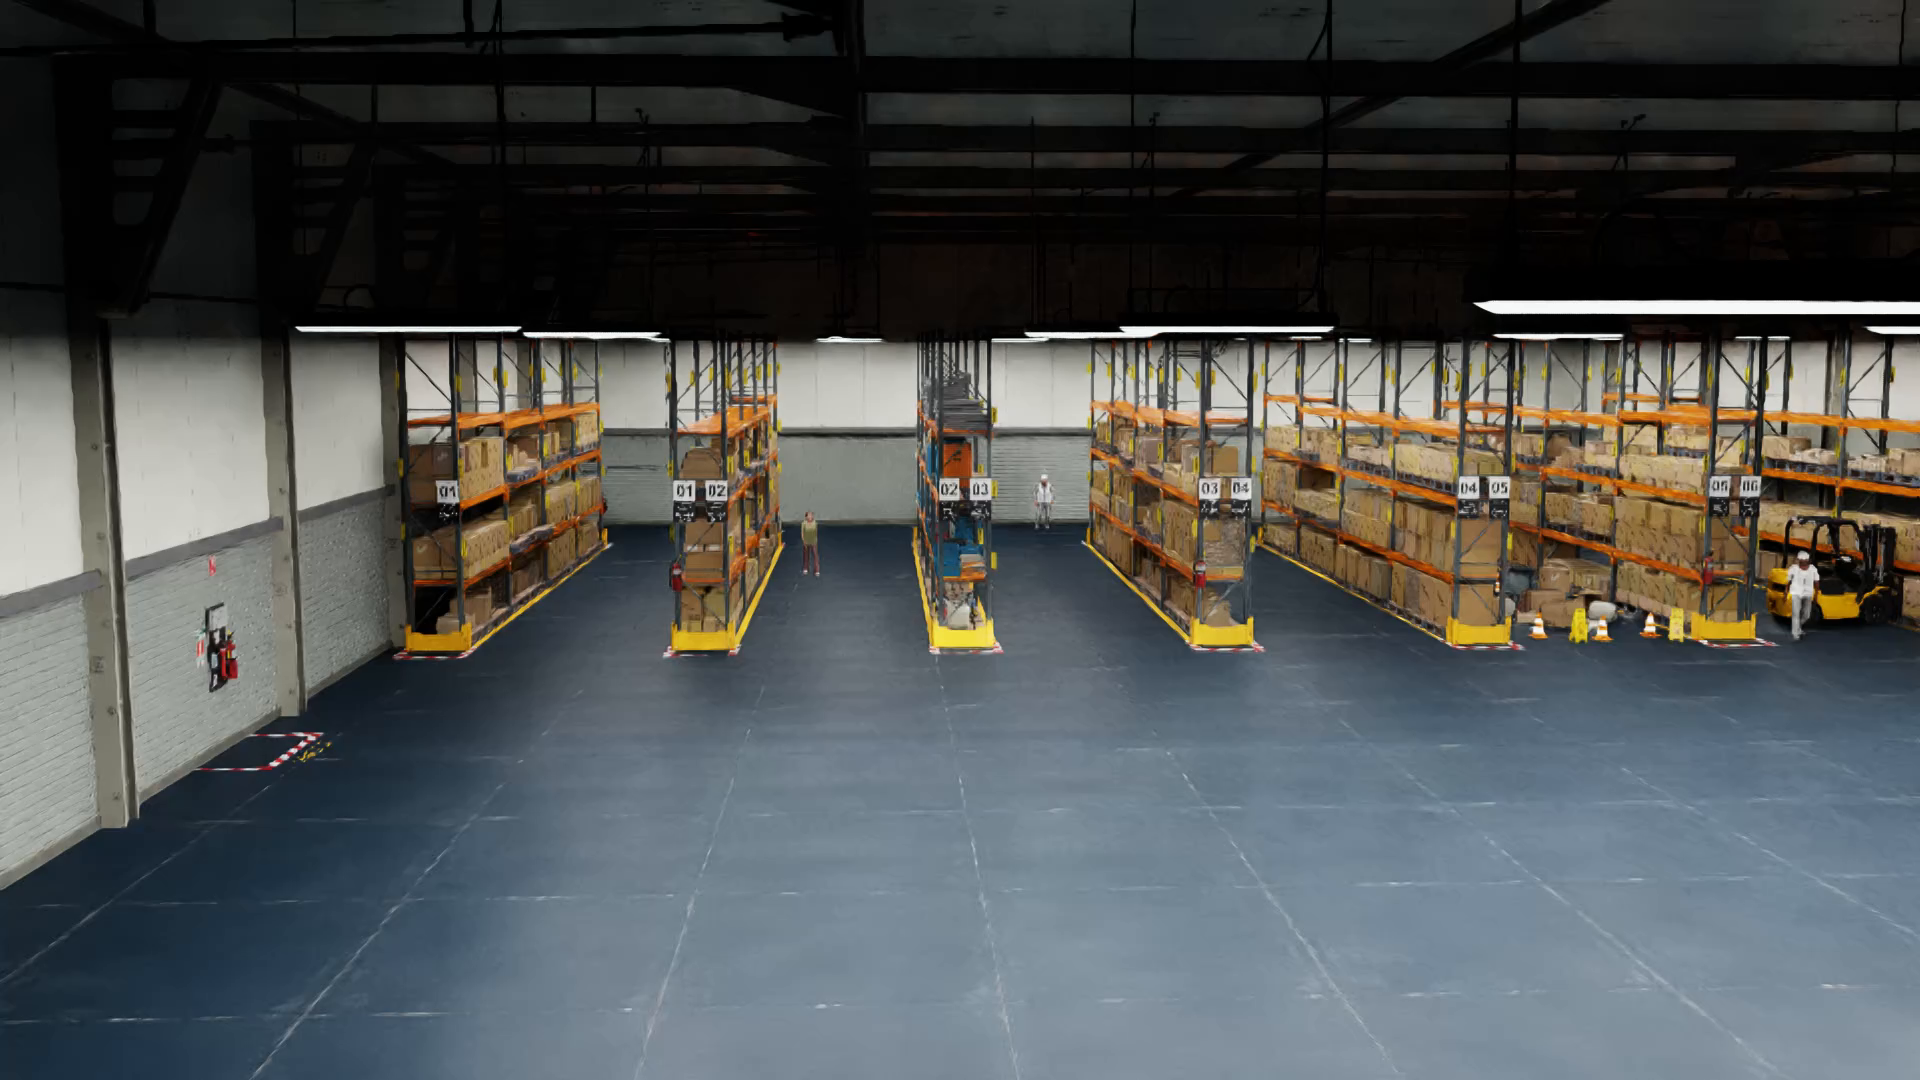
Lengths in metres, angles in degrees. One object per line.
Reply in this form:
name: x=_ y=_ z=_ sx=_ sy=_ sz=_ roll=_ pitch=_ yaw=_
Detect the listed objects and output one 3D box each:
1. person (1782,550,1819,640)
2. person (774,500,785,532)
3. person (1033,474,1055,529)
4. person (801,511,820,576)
person: x=16.332 y=1.061 z=32.306 sx=0.618 sy=1.745 sz=0.882 roll=2 pitch=7 yaw=13
person: x=-5.732 y=-1.042 z=50.568 sx=0.641 sy=1.610 sz=0.799 roll=-3 pitch=7 yaw=-21
person: x=2.584 y=-1.176 z=51.345 sx=0.677 sy=1.726 sz=0.574 roll=-1 pitch=7 yaw=-5
person: x=-3.718 y=0.072 z=41.100 sx=0.446 sy=1.604 sz=1.016 roll=-1 pitch=7 yaw=-11
